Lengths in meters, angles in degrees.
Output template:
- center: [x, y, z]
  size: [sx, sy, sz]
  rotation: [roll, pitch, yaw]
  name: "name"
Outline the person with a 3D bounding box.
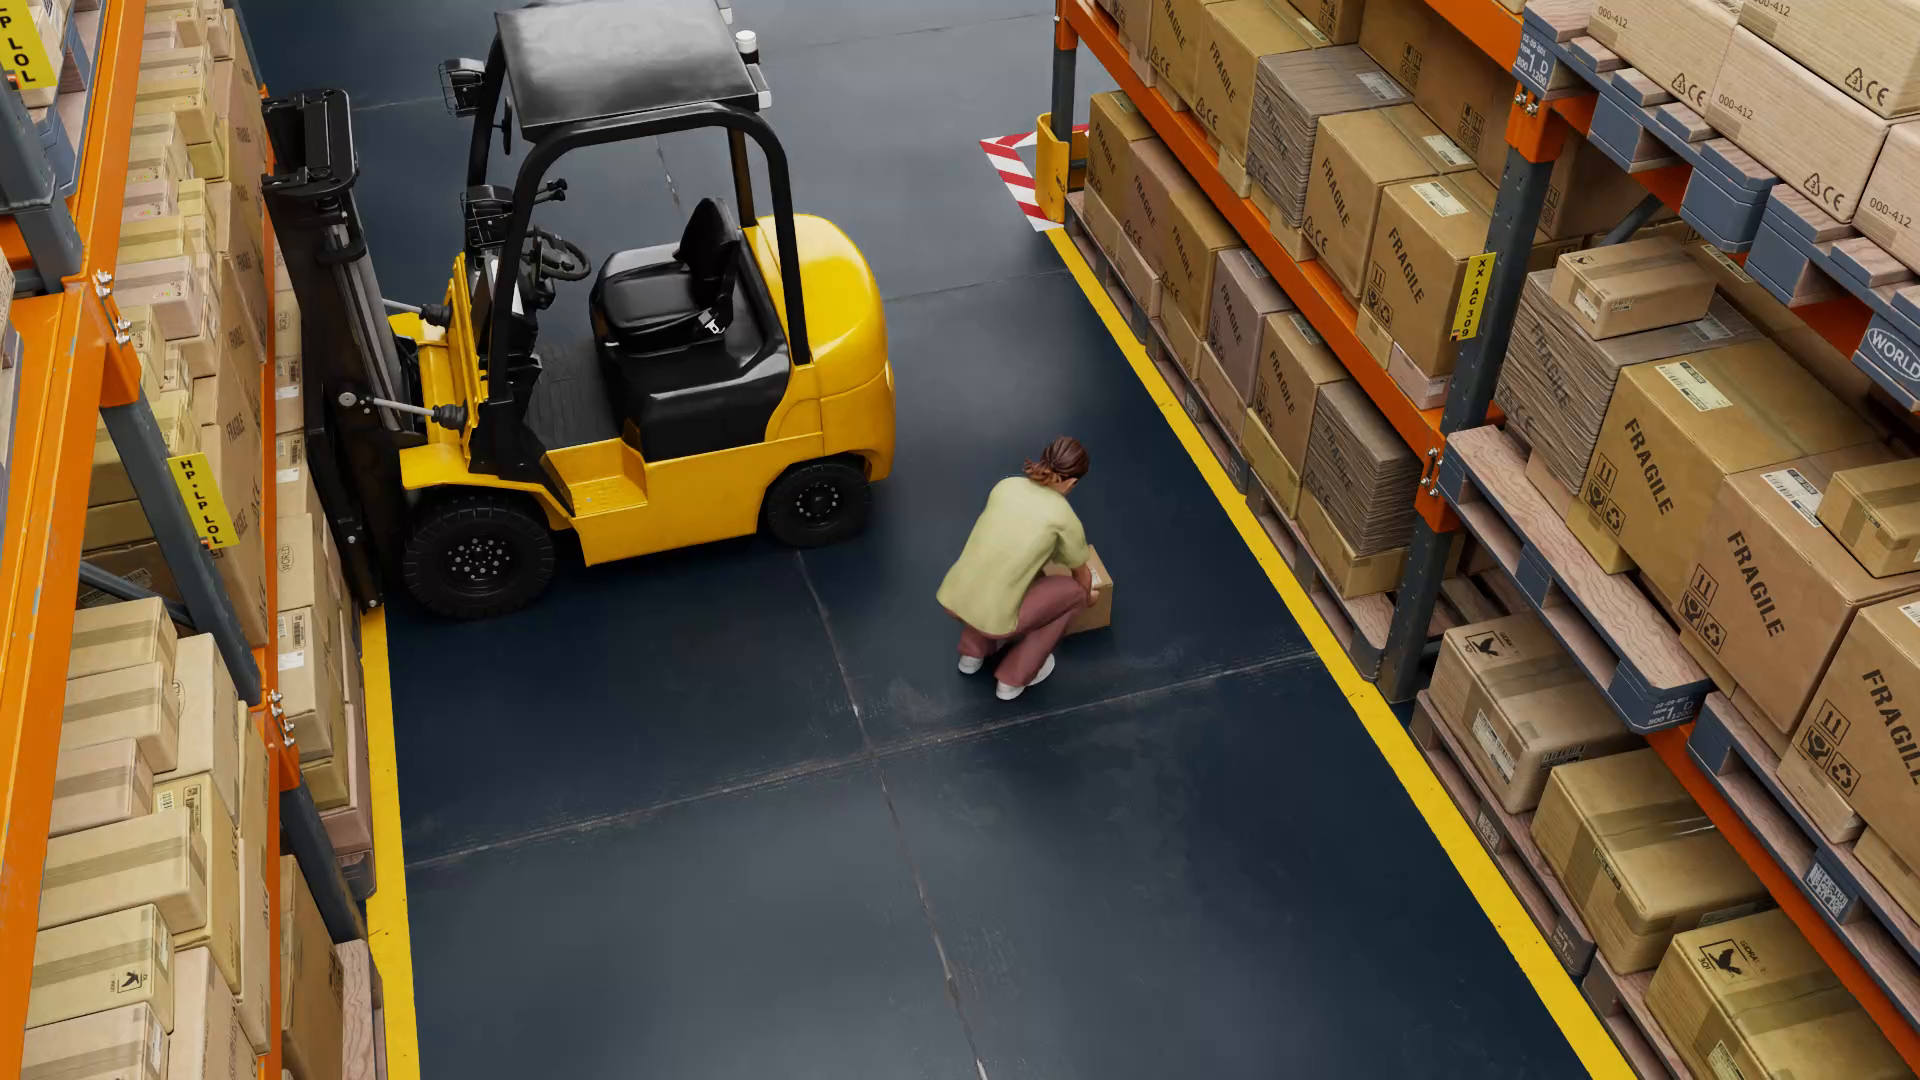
- center: [0.240, 0.116, 6.604]
  size: [0.491, 0.911, 0.796]
  rotation: [32, 51, 30]
  name: "person"
